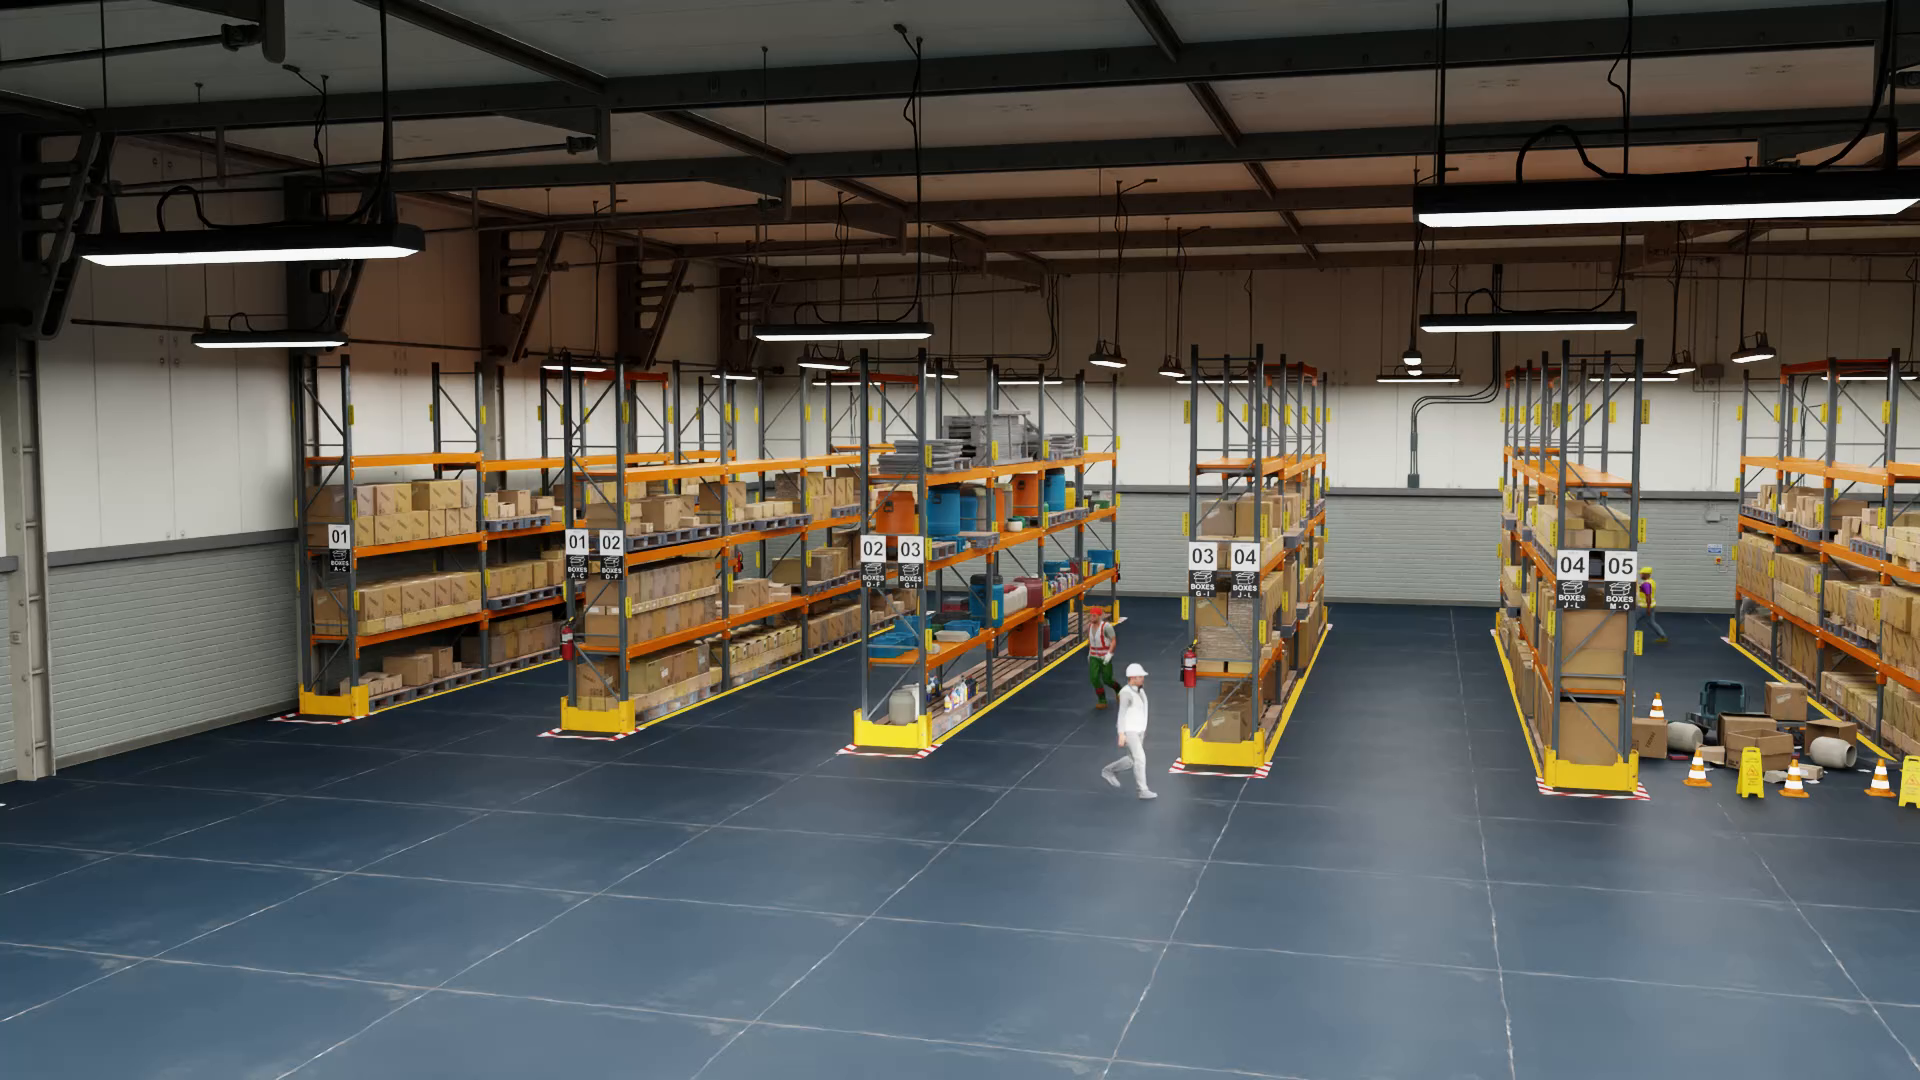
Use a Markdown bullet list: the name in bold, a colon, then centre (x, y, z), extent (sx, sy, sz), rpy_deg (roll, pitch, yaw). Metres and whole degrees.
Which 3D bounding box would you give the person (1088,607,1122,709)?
- **person**: centre (2.473, 1.996, 28.519), extent (0.610, 1.748, 0.745), rpy_deg (3, 6, 39)

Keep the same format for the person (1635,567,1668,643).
- **person**: centre (14.993, 1.425, 36.509), extent (0.540, 1.687, 1.133), rpy_deg (-4, 6, -41)

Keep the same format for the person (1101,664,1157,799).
- **person**: centre (2.251, 2.493, 21.901), extent (0.917, 1.749, 0.570), rpy_deg (3, 5, 31)

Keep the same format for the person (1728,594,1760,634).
- **person**: centre (17.897, 1.313, 37.616), extent (0.969, 1.736, 0.554), rpy_deg (1, 4, 16)

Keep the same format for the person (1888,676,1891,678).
- **person**: centre (17.843, 1.812, 31.594), extent (0.537, 1.660, 0.522), rpy_deg (1, 4, 15)
